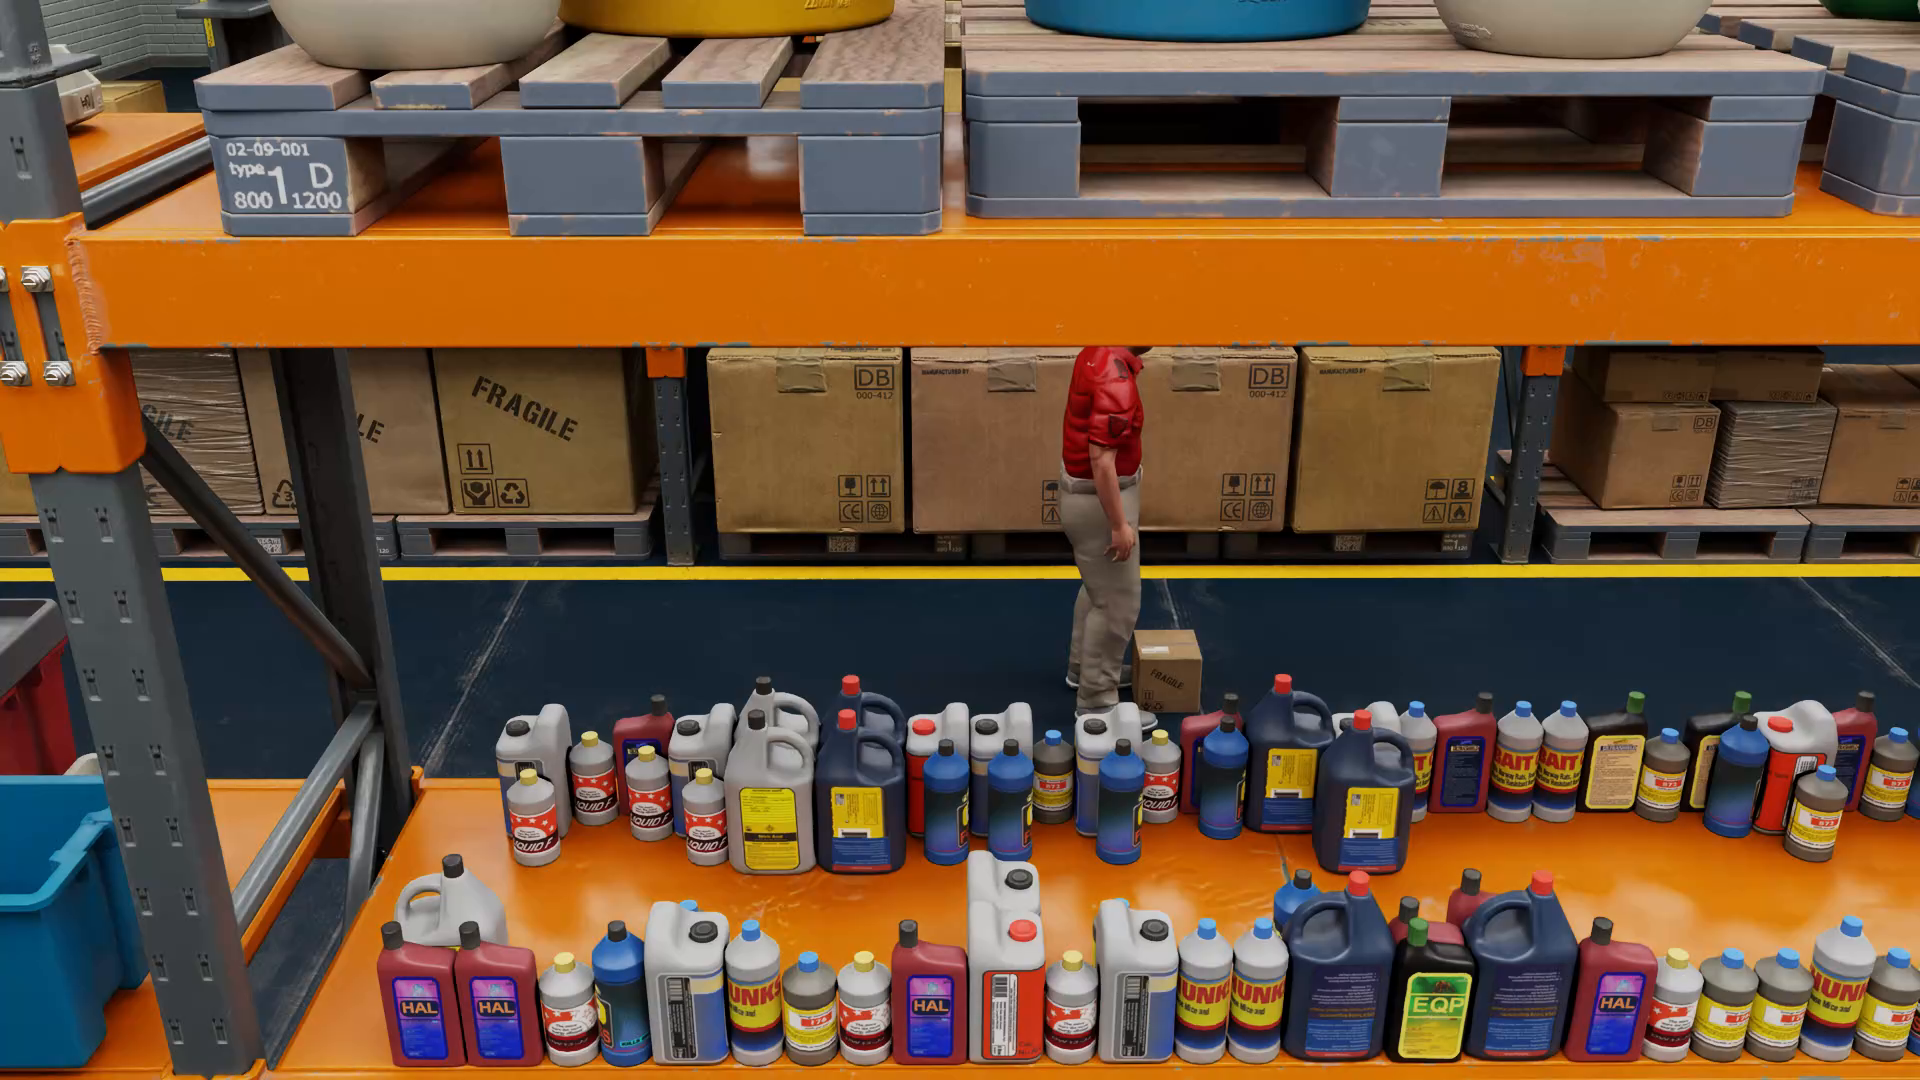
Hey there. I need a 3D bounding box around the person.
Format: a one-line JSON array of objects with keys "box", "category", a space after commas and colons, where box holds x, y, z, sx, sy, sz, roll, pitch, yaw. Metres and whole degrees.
[{"box": [0.578, -0.137, 6.429, 0.395, 1.726, 0.584, 0, 24, -1], "category": "person"}]
